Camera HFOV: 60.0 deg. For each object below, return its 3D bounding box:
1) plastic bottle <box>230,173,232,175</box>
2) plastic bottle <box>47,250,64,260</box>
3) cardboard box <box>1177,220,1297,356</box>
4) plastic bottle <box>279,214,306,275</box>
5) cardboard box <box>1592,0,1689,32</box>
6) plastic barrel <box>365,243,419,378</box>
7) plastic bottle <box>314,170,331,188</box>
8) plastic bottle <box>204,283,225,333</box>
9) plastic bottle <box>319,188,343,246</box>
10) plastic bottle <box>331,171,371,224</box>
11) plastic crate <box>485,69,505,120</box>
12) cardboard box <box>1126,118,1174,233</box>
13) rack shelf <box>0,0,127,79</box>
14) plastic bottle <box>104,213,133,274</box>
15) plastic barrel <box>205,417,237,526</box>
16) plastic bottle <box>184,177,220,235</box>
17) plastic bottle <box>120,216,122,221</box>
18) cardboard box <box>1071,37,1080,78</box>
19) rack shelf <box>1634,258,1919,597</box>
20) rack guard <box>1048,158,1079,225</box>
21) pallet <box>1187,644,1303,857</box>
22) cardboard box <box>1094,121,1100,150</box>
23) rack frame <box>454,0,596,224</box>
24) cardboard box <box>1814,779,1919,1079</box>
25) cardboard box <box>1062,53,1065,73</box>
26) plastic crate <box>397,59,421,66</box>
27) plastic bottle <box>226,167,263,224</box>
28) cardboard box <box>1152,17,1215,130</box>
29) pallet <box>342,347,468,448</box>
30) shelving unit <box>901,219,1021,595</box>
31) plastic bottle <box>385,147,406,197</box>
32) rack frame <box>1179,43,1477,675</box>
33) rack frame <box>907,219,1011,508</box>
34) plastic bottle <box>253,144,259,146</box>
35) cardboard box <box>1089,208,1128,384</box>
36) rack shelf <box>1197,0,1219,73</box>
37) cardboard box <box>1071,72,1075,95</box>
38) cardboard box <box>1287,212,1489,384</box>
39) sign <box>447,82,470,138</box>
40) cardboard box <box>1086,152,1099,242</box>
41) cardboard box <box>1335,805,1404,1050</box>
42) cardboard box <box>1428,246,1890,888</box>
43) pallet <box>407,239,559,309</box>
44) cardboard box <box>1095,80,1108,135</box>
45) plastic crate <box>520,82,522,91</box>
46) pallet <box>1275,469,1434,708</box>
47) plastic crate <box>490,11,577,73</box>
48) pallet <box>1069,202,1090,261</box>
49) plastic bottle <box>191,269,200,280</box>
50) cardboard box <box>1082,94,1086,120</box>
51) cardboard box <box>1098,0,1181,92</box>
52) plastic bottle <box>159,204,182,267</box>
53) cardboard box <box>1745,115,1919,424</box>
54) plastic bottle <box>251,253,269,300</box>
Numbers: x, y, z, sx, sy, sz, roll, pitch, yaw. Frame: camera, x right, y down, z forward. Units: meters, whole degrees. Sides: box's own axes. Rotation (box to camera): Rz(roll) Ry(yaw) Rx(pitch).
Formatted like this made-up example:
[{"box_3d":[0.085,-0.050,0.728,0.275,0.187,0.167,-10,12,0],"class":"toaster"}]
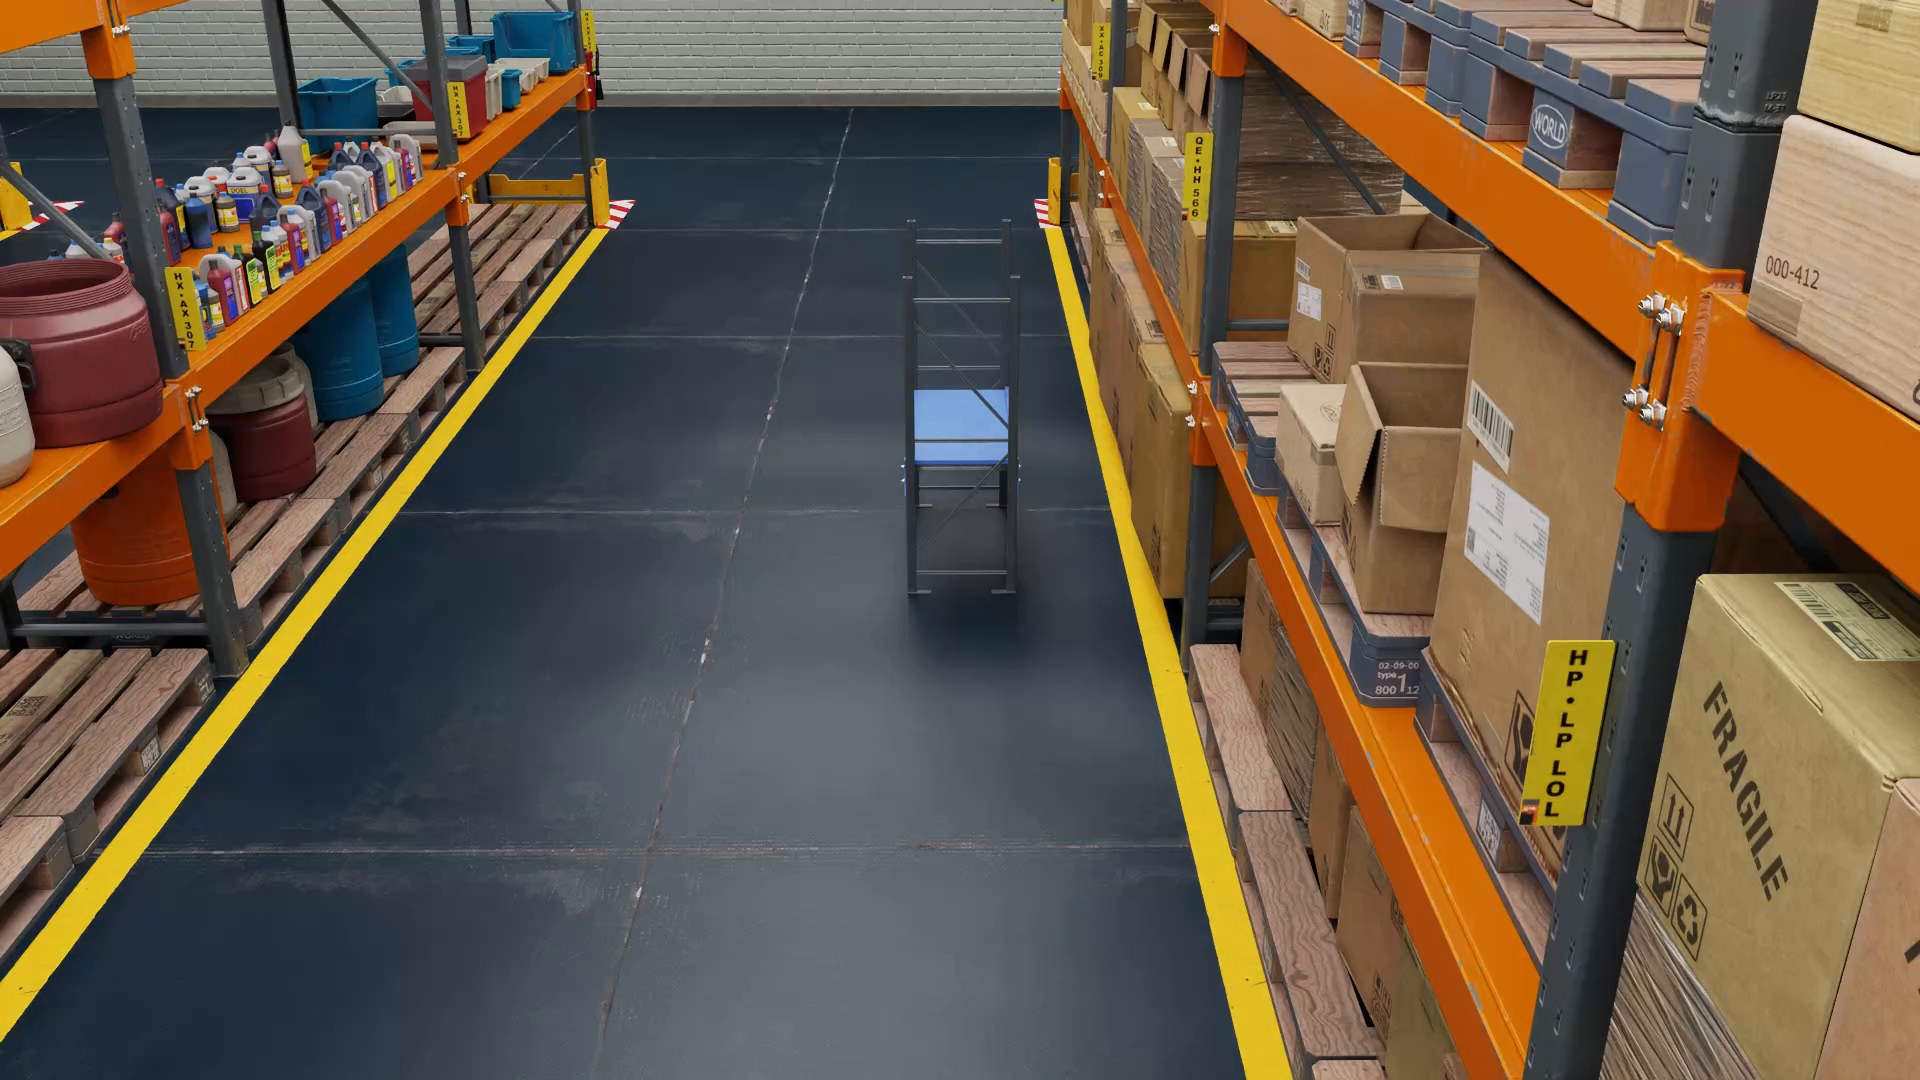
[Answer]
[{"box_3d":[-3.955,-1.890,9.030,0.097,0.201,0.097,0,24,0],"class":"plastic bottle"},{"box_3d":[-3.934,-1.133,7.271,0.097,0.271,0.097,0,24,0],"class":"plastic bottle"},{"box_3d":[1.184,-1.074,6.863,0.500,0.500,0.500,0,24,1],"class":"cardboard box"},{"box_3d":[-3.164,-1.407,7.862,0.061,0.283,0.133,0,24,-1],"class":"plastic bottle"},{"box_3d":[1.371,-1.061,2.970,0.396,0.266,0.258,1,24,1],"class":"cardboard box"},{"box_3d":[-3.570,-1.463,9.881,0.600,0.901,0.708,0,24,-1],"class":"plastic barrel"},{"box_3d":[-3.345,-1.810,8.769,0.097,0.271,0.097,0,24,0],"class":"plastic bottle"},{"box_3d":[-3.172,-0.981,7.020,0.097,0.201,0.097,0,24,0],"class":"plastic bottle"},{"box_3d":[-3.170,-1.633,8.363,0.061,0.283,0.133,0,24,-1],"class":"plastic bottle"},{"box_3d":[-3.220,-1.821,8.786,0.152,0.276,0.135,0,24,-1],"class":"plastic bottle"},{"box_3d":[-3.391,-3.055,11.436,0.437,0.282,0.530,0,24,-1],"class":"plastic crate"},{"box_3d":[1.160,-1.916,8.724,0.500,0.500,0.500,-1,24,-2],"class":"cardboard box"},{"box_3d":[-3.493,-1.018,4.095,1.077,0.370,4.000,0,24,-1],"class":"rack shelf"},{"box_3d":[-3.959,-1.386,7.817,0.061,0.283,0.133,0,24,-1],"class":"plastic bottle"},{"box_3d":[-3.633,-0.295,7.772,0.421,0.512,0.421,0,24,0],"class":"plastic barrel"},{"box_3d":[-3.922,-1.726,8.576,0.152,0.276,0.135,0,24,-1],"class":"plastic bottle"},{"box_3d":[-3.919,-1.483,7.948,0.144,0.351,0.185,0,24,-1],"class":"plastic bottle"},{"box_3d":[1.100,-3.569,12.323,0.500,0.250,0.500,-1,24,-2],"class":"cardboard box"},{"box_3d":[1.503,0.608,0.500,1.077,0.370,4.000,0,24,-1],"class":"rack shelf"},{"box_3d":[1.350,-2.993,14.262,1.175,0.500,0.348,0,24,-1],"class":"rack guard"},{"box_3d":[1.445,0.767,6.299,1.003,0.211,1.213,0,24,-1],"class":"pallet"},{"box_3d":[1.060,-2.590,10.642,0.380,0.149,0.250,0,24,0],"class":"cardboard box"},{"box_3d":[-3.602,-4.100,13.676,1.000,3.000,0.127,0,24,-1],"class":"rack frame"},{"box_3d":[1.239,0.578,1.636,0.500,0.500,0.500,0,24,-1],"class":"cardboard box"},{"box_3d":[1.024,-3.860,13.450,0.380,0.149,0.250,0,24,0],"class":"cardboard box"},{"box_3d":[-3.914,-3.405,12.270,0.416,0.233,0.300,0,24,-1],"class":"plastic crate"},{"box_3d":[-3.772,-1.822,8.789,0.152,0.276,0.135,0,24,-1],"class":"plastic bottle"},{"box_3d":[1.405,-2.431,8.646,0.797,0.503,0.637,0,24,0],"class":"cardboard box"},{"box_3d":[-3.592,-0.863,9.902,1.003,0.211,1.213,0,24,-1],"class":"pallet"},{"box_3d":[0.001,-0.648,7.863,0.538,1.500,1.048,0,24,-1],"class":"shelving unit"},{"box_3d":[-3.227,-2.084,9.368,0.152,0.276,0.135,0,24,-1],"class":"plastic bottle"},{"box_3d":[1.438,-0.826,6.436,1.000,3.000,0.127,0,24,-1],"class":"rack frame"},{"box_3d":[-0.005,-0.858,8.326,0.500,1.500,0.032,0,24,-1],"class":"rack frame"},{"box_3d":[-3.959,-2.098,9.404,0.097,0.271,0.097,0,24,0],"class":"plastic bottle"},{"box_3d":[1.421,-1.434,9.849,1.225,0.875,0.875,0,24,0],"class":"cardboard box"},{"box_3d":[1.416,-2.689,7.788,1.077,0.370,4.000,0,24,-1],"class":"rack shelf"},{"box_3d":[1.037,-3.437,12.514,0.380,0.149,0.250,-1,24,-2],"class":"cardboard box"},{"box_3d":[1.483,-0.840,5.837,0.500,0.500,0.500,-3,25,-7],"class":"cardboard box"},{"box_3d":[-3.009,-2.580,9.978,0.100,0.325,0.005,0,24,-1],"class":"sign"},{"box_3d":[1.447,-2.707,12.665,0.875,0.875,0.875,0,24,-1],"class":"cardboard box"},{"box_3d":[1.503,1.081,4.720,0.700,0.500,0.500,-2,24,-5],"class":"cardboard box"},{"box_3d":[1.613,0.030,3.307,1.000,1.000,1.000,0,24,0],"class":"cardboard box"},{"box_3d":[-3.622,-1.988,12.390,1.003,0.211,1.213,0,24,-1],"class":"pallet"},{"box_3d":[1.127,-2.722,10.450,0.500,0.250,0.500,-1,24,-2],"class":"cardboard box"},{"box_3d":[-3.374,-3.316,12.189,0.298,0.136,0.250,0,24,-1],"class":"plastic crate"},{"box_3d":[1.500,0.077,4.672,1.003,0.211,1.213,0,24,-1],"class":"pallet"},{"box_3d":[-3.412,-4.006,13.353,0.616,0.435,0.499,0,24,-1],"class":"plastic crate"},{"box_3d":[1.437,-2.523,13.572,1.003,0.211,1.213,0,24,-1],"class":"pallet"},{"box_3d":[-3.326,-1.075,7.229,0.097,0.201,0.097,0,24,0],"class":"plastic bottle"},{"box_3d":[1.049,-3.013,11.578,0.380,0.149,0.250,-1,24,-1],"class":"cardboard box"},{"box_3d":[1.122,-3.071,10.312,0.500,0.500,0.500,0,24,1],"class":"cardboard box"},{"box_3d":[-3.816,-1.463,7.986,0.061,0.283,0.133,0,24,-1],"class":"plastic bottle"},{"box_3d":[1.230,-0.289,1.792,0.500,0.250,0.500,-1,24,-3],"class":"cardboard box"},{"box_3d":[-3.177,-1.186,7.474,0.097,0.201,0.097,0,24,0],"class":"plastic bottle"}]
